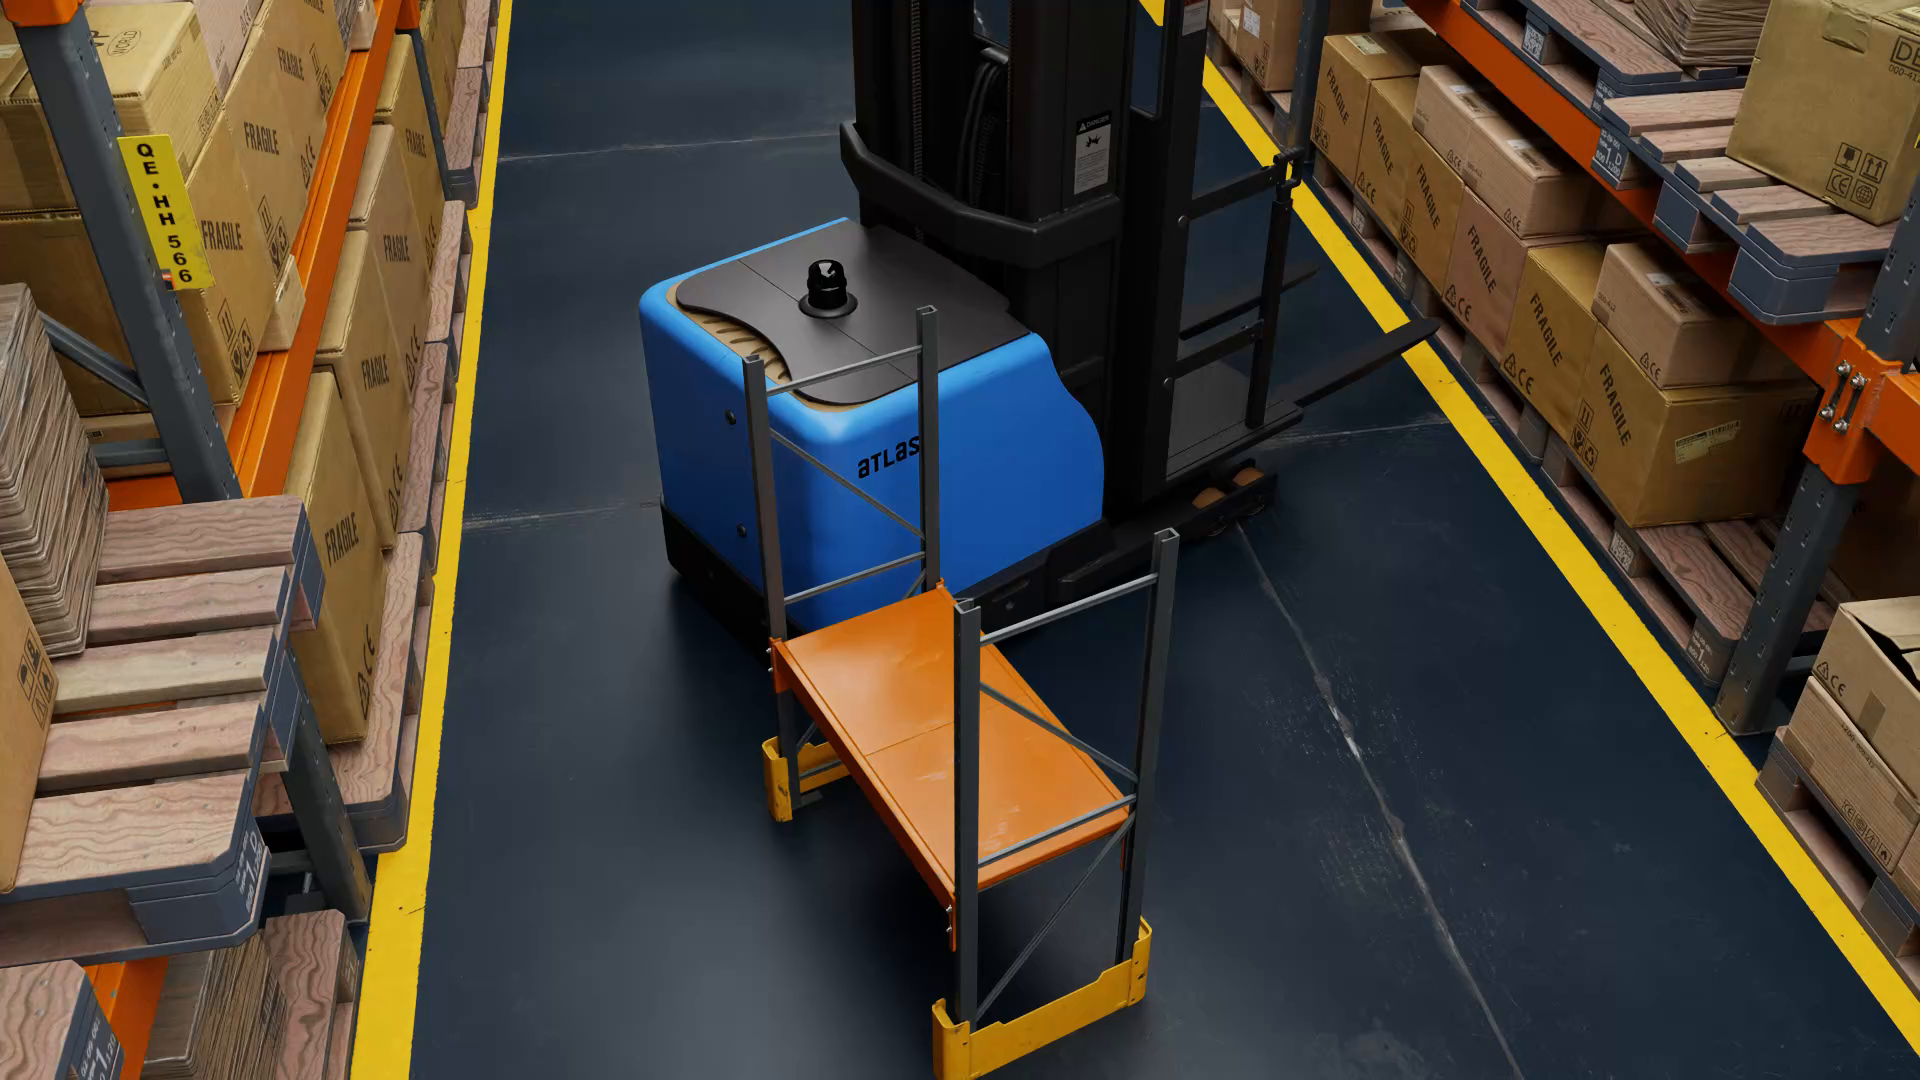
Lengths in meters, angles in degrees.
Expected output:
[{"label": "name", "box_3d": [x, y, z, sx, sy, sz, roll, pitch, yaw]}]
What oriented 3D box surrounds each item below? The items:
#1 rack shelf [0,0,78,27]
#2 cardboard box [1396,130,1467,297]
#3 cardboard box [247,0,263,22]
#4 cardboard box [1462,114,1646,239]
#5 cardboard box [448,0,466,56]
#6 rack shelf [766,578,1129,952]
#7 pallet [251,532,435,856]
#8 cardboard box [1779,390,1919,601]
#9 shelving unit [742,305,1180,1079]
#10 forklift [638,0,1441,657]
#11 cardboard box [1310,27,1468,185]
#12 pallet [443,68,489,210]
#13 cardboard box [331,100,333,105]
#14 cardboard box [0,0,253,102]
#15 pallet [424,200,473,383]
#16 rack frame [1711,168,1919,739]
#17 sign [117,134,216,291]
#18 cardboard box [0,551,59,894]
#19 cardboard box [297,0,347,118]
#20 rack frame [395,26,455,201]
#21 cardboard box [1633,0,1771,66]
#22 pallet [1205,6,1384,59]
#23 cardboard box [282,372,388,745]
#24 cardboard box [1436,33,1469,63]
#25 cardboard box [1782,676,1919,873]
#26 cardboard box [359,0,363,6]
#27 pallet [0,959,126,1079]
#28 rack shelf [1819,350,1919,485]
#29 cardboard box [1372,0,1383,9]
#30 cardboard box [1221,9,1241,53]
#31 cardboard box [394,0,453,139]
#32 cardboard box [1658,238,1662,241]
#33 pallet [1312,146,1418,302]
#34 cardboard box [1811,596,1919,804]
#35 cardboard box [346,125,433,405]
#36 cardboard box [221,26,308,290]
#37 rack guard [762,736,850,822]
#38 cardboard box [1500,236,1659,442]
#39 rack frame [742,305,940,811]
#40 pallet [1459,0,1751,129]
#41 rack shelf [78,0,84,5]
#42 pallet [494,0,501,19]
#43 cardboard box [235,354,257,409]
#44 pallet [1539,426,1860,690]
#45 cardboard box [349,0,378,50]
[{"label": "rack shelf", "box_3d": [-1.729, 0.164, 1.236, 1.077, 0.370, 4.000, -6, 38, -8]}, {"label": "cardboard box", "box_3d": [2.125, -1.340, 6.708, 0.500, 0.500, 0.500, -6, 38, -7]}, {"label": "cardboard box", "box_3d": [-2.092, -1.533, 4.327, 0.500, 0.250, 0.500, -6, 38, -8]}, {"label": "cardboard box", "box_3d": [2.204, -1.352, 6.114, 0.500, 0.250, 0.500, -7, 38, -9]}, {"label": "cardboard box", "box_3d": [-2.984, -2.815, 8.624, 0.700, 0.500, 0.500, -5, 38, -7]}, {"label": "rack shelf", "box_3d": [-0.033, 0.518, 4.154, 0.538, 0.185, 1.000, -19, 42, -23]}, {"label": "pallet", "box_3d": [-2.144, 0.473, 4.969, 1.003, 0.211, 1.213, -6, 38, -8]}, {"label": "cardboard box", "box_3d": [2.998, -0.171, 5.204, 0.500, 0.500, 0.500, -5, 38, -6]}, {"label": "shelving unit", "box_3d": [-0.038, 0.371, 4.049, 0.587, 1.500, 1.083, -19, 42, -23]}, {"label": "forklift", "box_3d": [0.486, -1.398, 5.160, 3.031, 2.935, 1.130, -26, 45, -30]}, {"label": "cardboard box", "box_3d": [1.940, -1.963, 7.511, 0.500, 0.500, 0.500, -8, 39, -10]}, {"label": "pallet", "box_3d": [-2.838, -1.926, 8.058, 1.003, 0.211, 1.213, -6, 38, -8]}, {"label": "cardboard box", "box_3d": [-2.264, -1.523, 5.454, 0.380, 0.149, 0.250, -7, 38, -9]}, {"label": "cardboard box", "box_3d": [-2.001, -1.231, 3.939, 0.500, 0.250, 0.500, -7, 38, -9]}, {"label": "pallet", "box_3d": [-2.572, -1.001, 6.866, 1.003, 0.211, 1.213, -6, 38, -8]}, {"label": "rack frame", "box_3d": [2.796, -0.679, 4.179, 1.000, 3.000, 0.127, -6, 38, -8]}, {"label": "sign", "box_3d": [-1.548, -0.634, 3.242, 0.100, 0.325, 0.005, -6, 38, -8]}, {"label": "cardboard box", "box_3d": [-1.863, 0.260, 2.530, 0.700, 0.500, 0.500, -10, 39, -12]}, {"label": "cardboard box", "box_3d": [-2.181, -1.561, 4.973, 0.500, 0.500, 0.500, -5, 38, -7]}, {"label": "rack frame", "box_3d": [-2.781, -2.560, 6.600, 1.000, 3.000, 0.127, -6, 38, -8]}, {"label": "cardboard box", "box_3d": [2.602, -1.826, 5.231, 0.700, 0.500, 0.500, 0, 38, 1]}, {"label": "pallet", "box_3d": [1.758, -3.147, 9.629, 1.003, 0.211, 1.213, -6, 38, -8]}, {"label": "cardboard box", "box_3d": [-2.080, 0.081, 4.611, 0.750, 0.750, 0.750, -7, 38, -9]}, {"label": "cardboard box", "box_3d": [2.464, -2.014, 7.577, 0.500, 0.500, 0.500, -6, 38, -8]}, {"label": "cardboard box", "box_3d": [2.599, 0.589, 4.446, 0.500, 0.250, 0.500, -6, 38, -8]}, {"label": "cardboard box", "box_3d": [-2.353, -2.166, 5.753, 0.500, 0.500, 0.500, -6, 38, -8]}, {"label": "pallet", "box_3d": [-1.693, 1.123, 2.016, 1.003, 0.211, 1.213, -6, 38, -8]}, {"label": "rack shelf", "box_3d": [3.147, 0.813, 2.845, 1.077, 0.370, 4.000, -6, 38, -8]}, {"label": "cardboard box", "box_3d": [2.073, -2.948, 9.051, 0.380, 0.166, 0.250, -6, 38, -8]}, {"label": "cardboard box", "box_3d": [1.591, -2.677, 8.715, 0.380, 0.149, 0.250, -6, 38, -8]}, {"label": "cardboard box", "box_3d": [-2.812, -2.201, 7.834, 0.700, 0.500, 0.500, -6, 38, -7]}, {"label": "cardboard box", "box_3d": [2.817, -0.790, 6.001, 0.500, 0.500, 0.500, -7, 38, -9]}, {"label": "pallet", "box_3d": [2.275, -1.507, 7.517, 1.003, 0.211, 1.213, -6, 38, -8]}, {"label": "cardboard box", "box_3d": [2.599, 0.367, 4.274, 0.500, 0.311, 0.500, -5, 38, -6]}, {"label": "cardboard box", "box_3d": [-2.381, -0.962, 5.953, 0.750, 0.750, 0.750, -5, 38, -7]}, {"label": "cardboard box", "box_3d": [-1.996, -0.947, 4.184, 0.500, 0.500, 0.500, -5, 38, -6]}, {"label": "rack guard", "box_3d": [-0.279, 0.598, 4.777, 0.587, 0.250, 0.087, -19, 42, -23]}, {"label": "cardboard box", "box_3d": [2.311, -0.718, 5.908, 0.500, 0.500, 0.500, -8, 38, -10]}, {"label": "rack frame", "box_3d": [-0.280, 0.103, 4.394, 0.500, 1.500, 0.032, -19, 42, -23]}, {"label": "pallet", "box_3d": [2.451, -1.777, 5.749, 1.003, 0.211, 1.213, -6, 38, -8]}, {"label": "rack shelf", "box_3d": [-2.431, -2.252, 4.346, 1.077, 0.370, 4.000, -6, 38, -8]}, {"label": "pallet", "box_3d": [-3.265, -3.400, 9.955, 1.003, 0.211, 1.213, -6, 38, -8]}, {"label": "cardboard box", "box_3d": [-1.945, -0.430, 4.046, 0.380, 0.149, 0.250, -6, 38, -7]}, {"label": "pallet", "box_3d": [2.703, -0.033, 5.620, 1.003, 0.211, 1.213, -6, 38, -8]}, {"label": "cardboard box", "box_3d": [-2.271, -1.830, 5.850, 0.380, 0.149, 0.250, -6, 38, -8]}]
